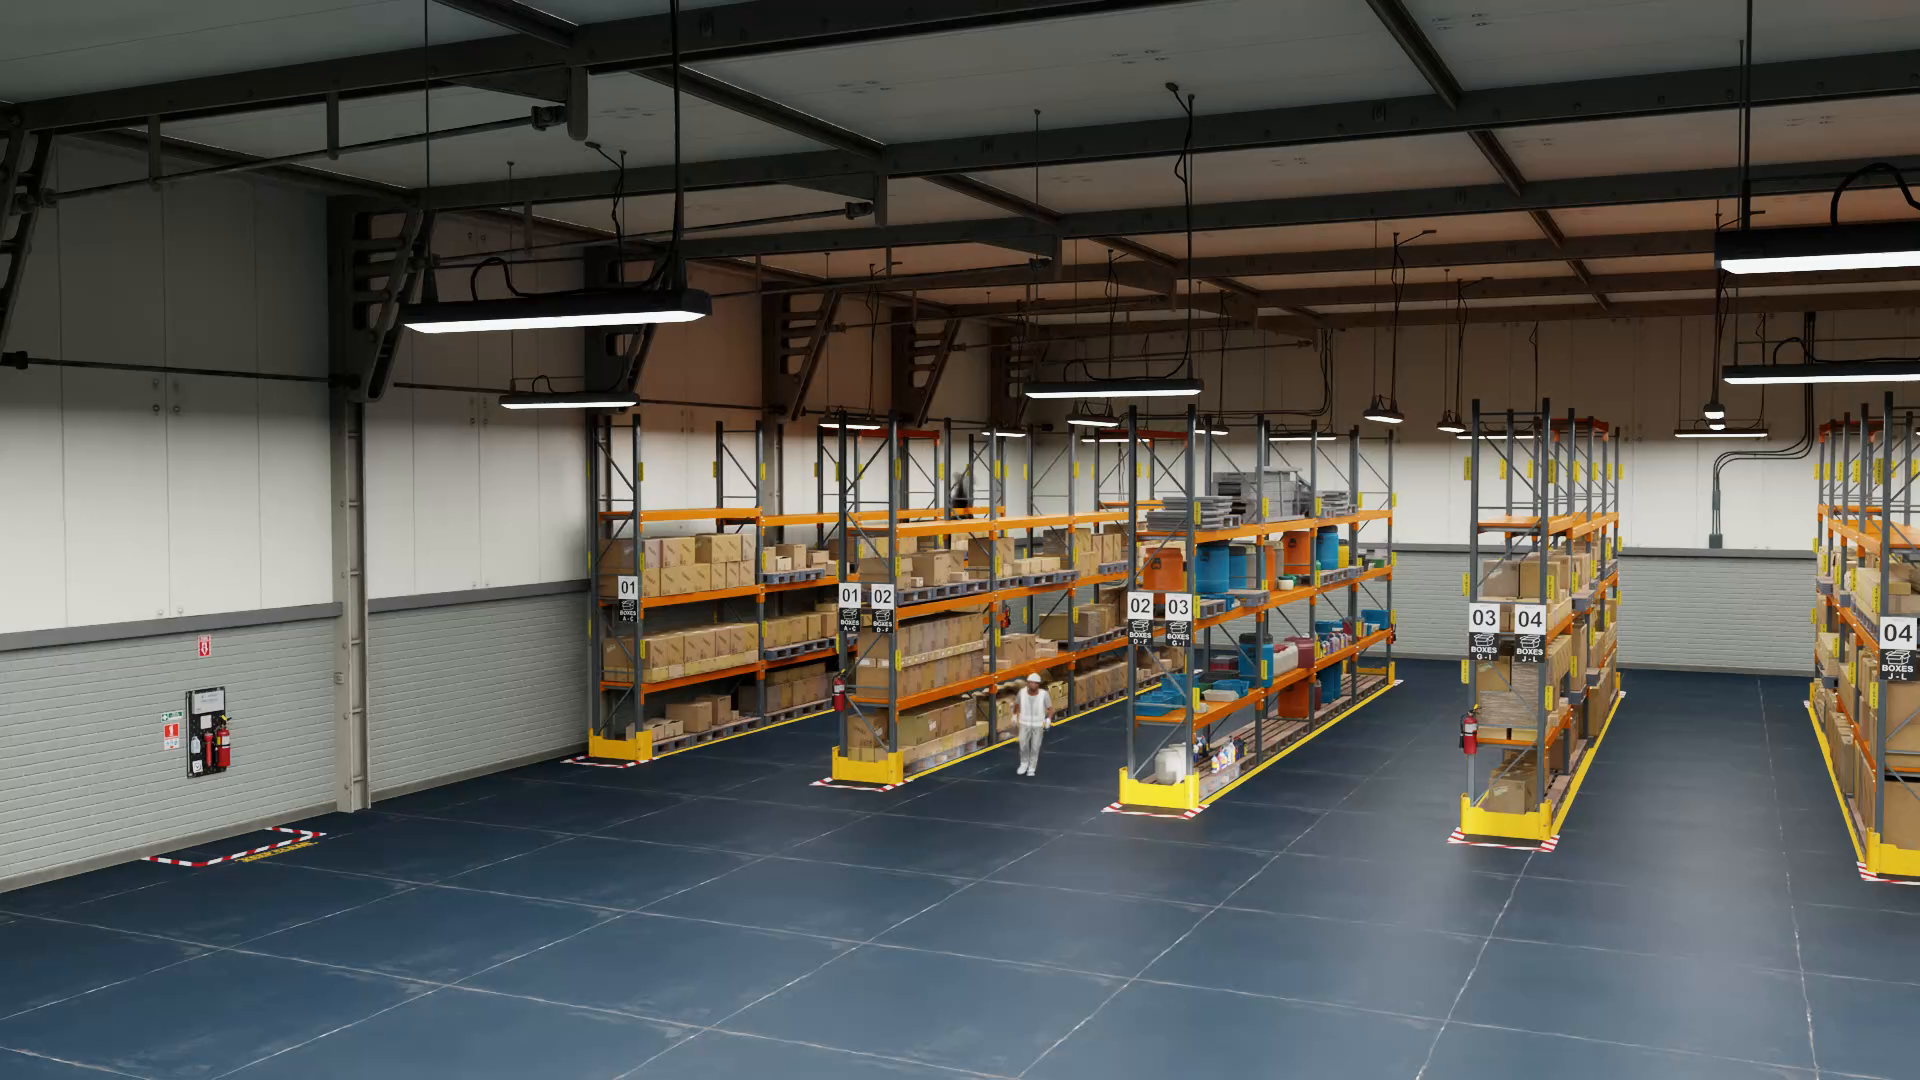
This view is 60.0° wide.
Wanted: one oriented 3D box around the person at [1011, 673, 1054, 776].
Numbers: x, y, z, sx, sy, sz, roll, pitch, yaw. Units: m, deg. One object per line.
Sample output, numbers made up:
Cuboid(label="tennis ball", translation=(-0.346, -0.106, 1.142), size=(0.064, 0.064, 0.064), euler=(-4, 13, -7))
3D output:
Cuboid(label="person", translation=(1.175, 3.009, 27.007), size=(0.684, 1.720, 0.798), euler=(0, 2, 2))
